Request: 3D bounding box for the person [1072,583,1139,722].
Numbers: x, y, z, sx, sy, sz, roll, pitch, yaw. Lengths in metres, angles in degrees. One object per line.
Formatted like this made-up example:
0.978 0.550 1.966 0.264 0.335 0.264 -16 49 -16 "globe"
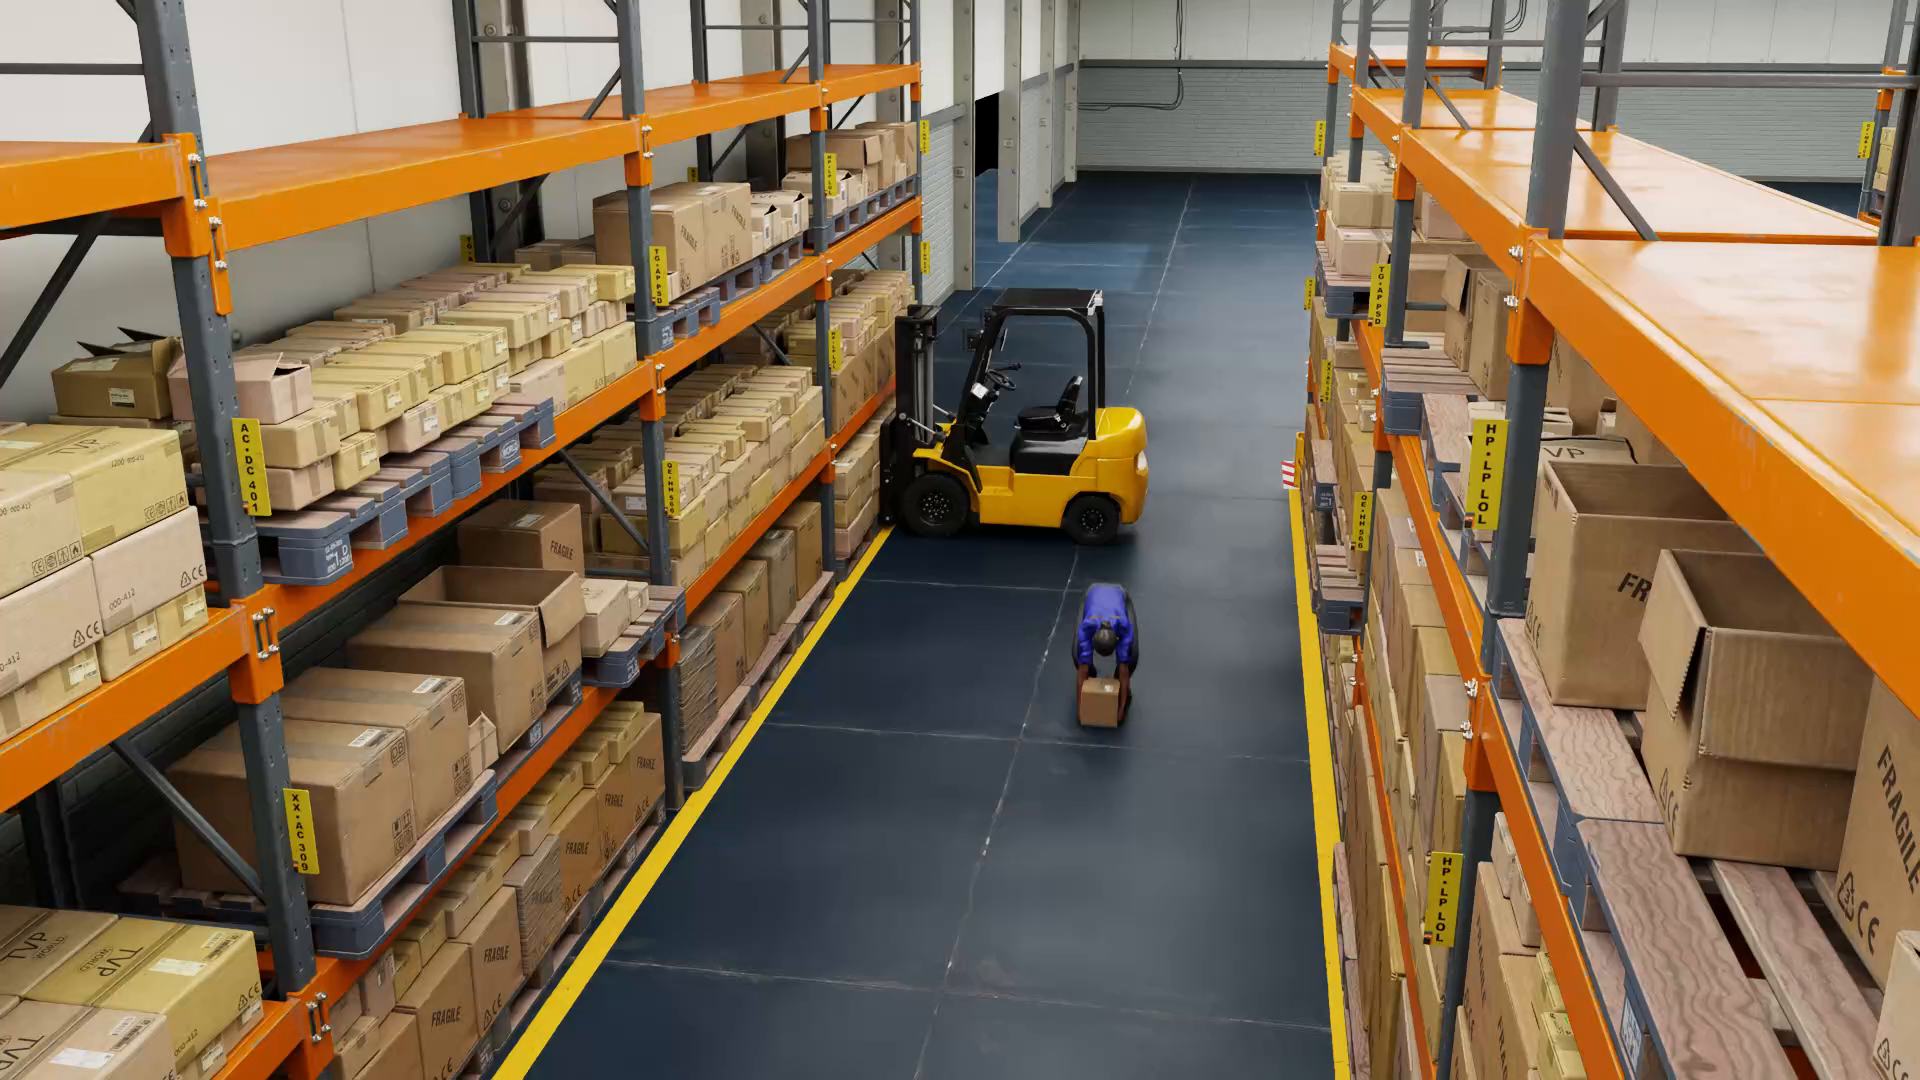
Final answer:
1.015 0.771 11.606 0.472 0.803 0.858 2 18 6 "person"
